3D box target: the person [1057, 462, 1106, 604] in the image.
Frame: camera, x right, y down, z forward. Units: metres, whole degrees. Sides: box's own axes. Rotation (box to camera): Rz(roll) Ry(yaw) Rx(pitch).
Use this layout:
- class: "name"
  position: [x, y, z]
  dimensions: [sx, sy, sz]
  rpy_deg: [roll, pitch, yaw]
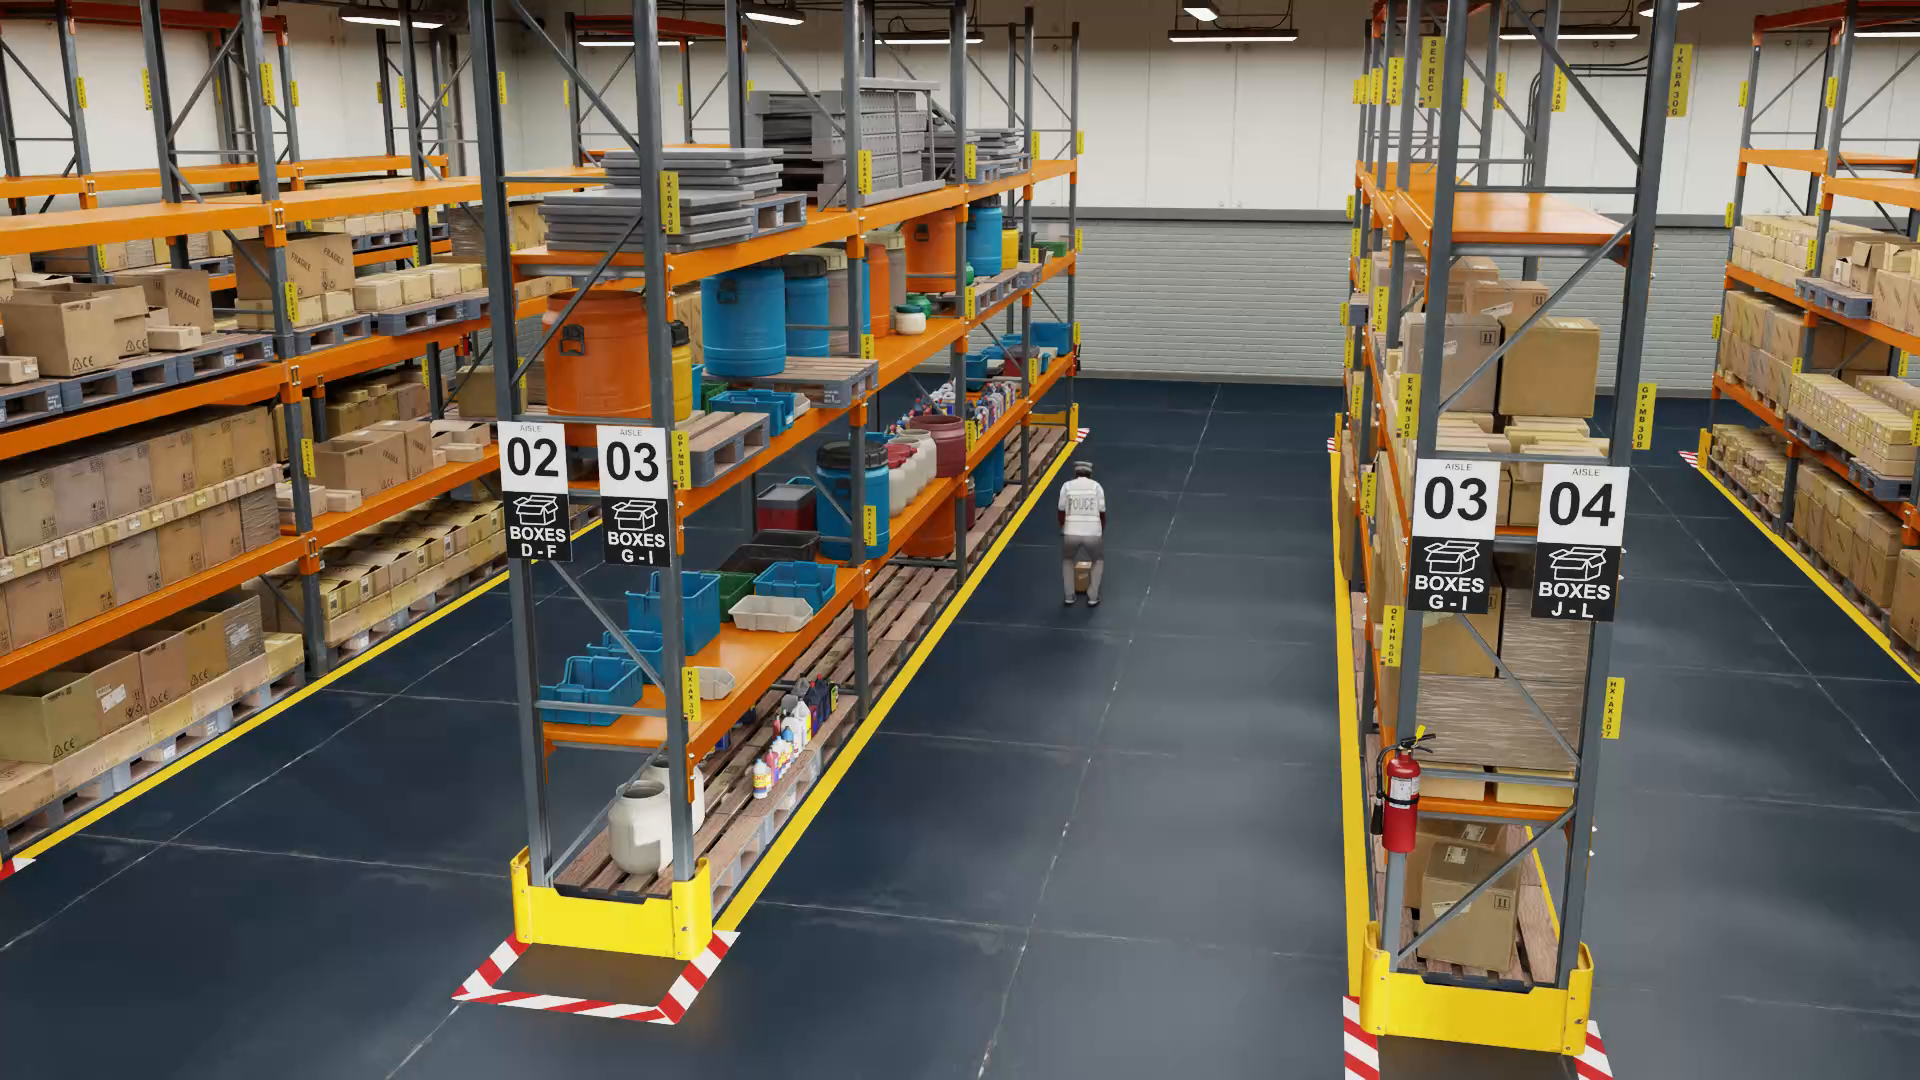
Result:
- class: "person"
  position: [1.216, -0.067, 16.777]
  dimensions: [0.495, 1.414, 0.690]
  rpy_deg: [3, 15, 11]
